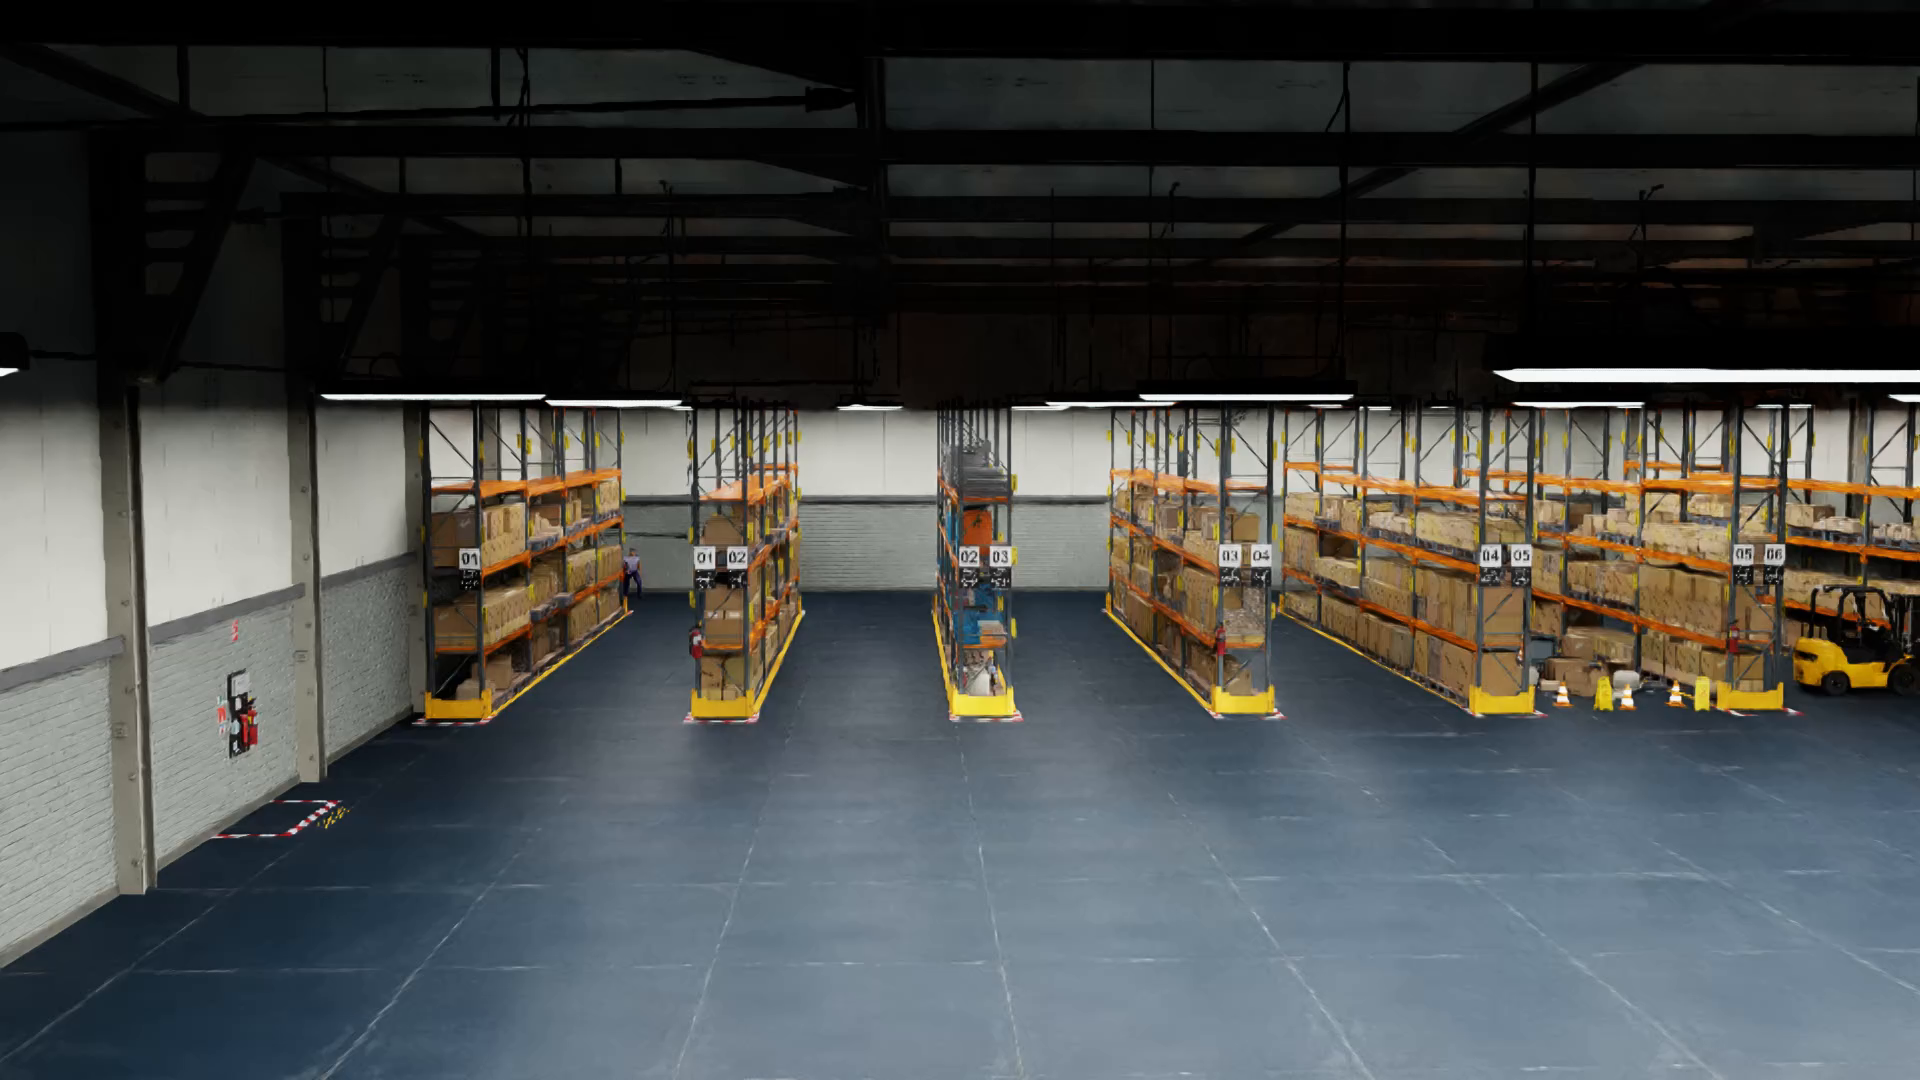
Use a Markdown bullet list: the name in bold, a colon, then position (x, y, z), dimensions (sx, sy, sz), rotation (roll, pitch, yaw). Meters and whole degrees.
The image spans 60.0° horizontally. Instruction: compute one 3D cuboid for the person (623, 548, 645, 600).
- **person**: position (-9.976, 1.015, 50.663), dimensions (0.655, 1.578, 0.824), rotation (-2, 5, -20)
